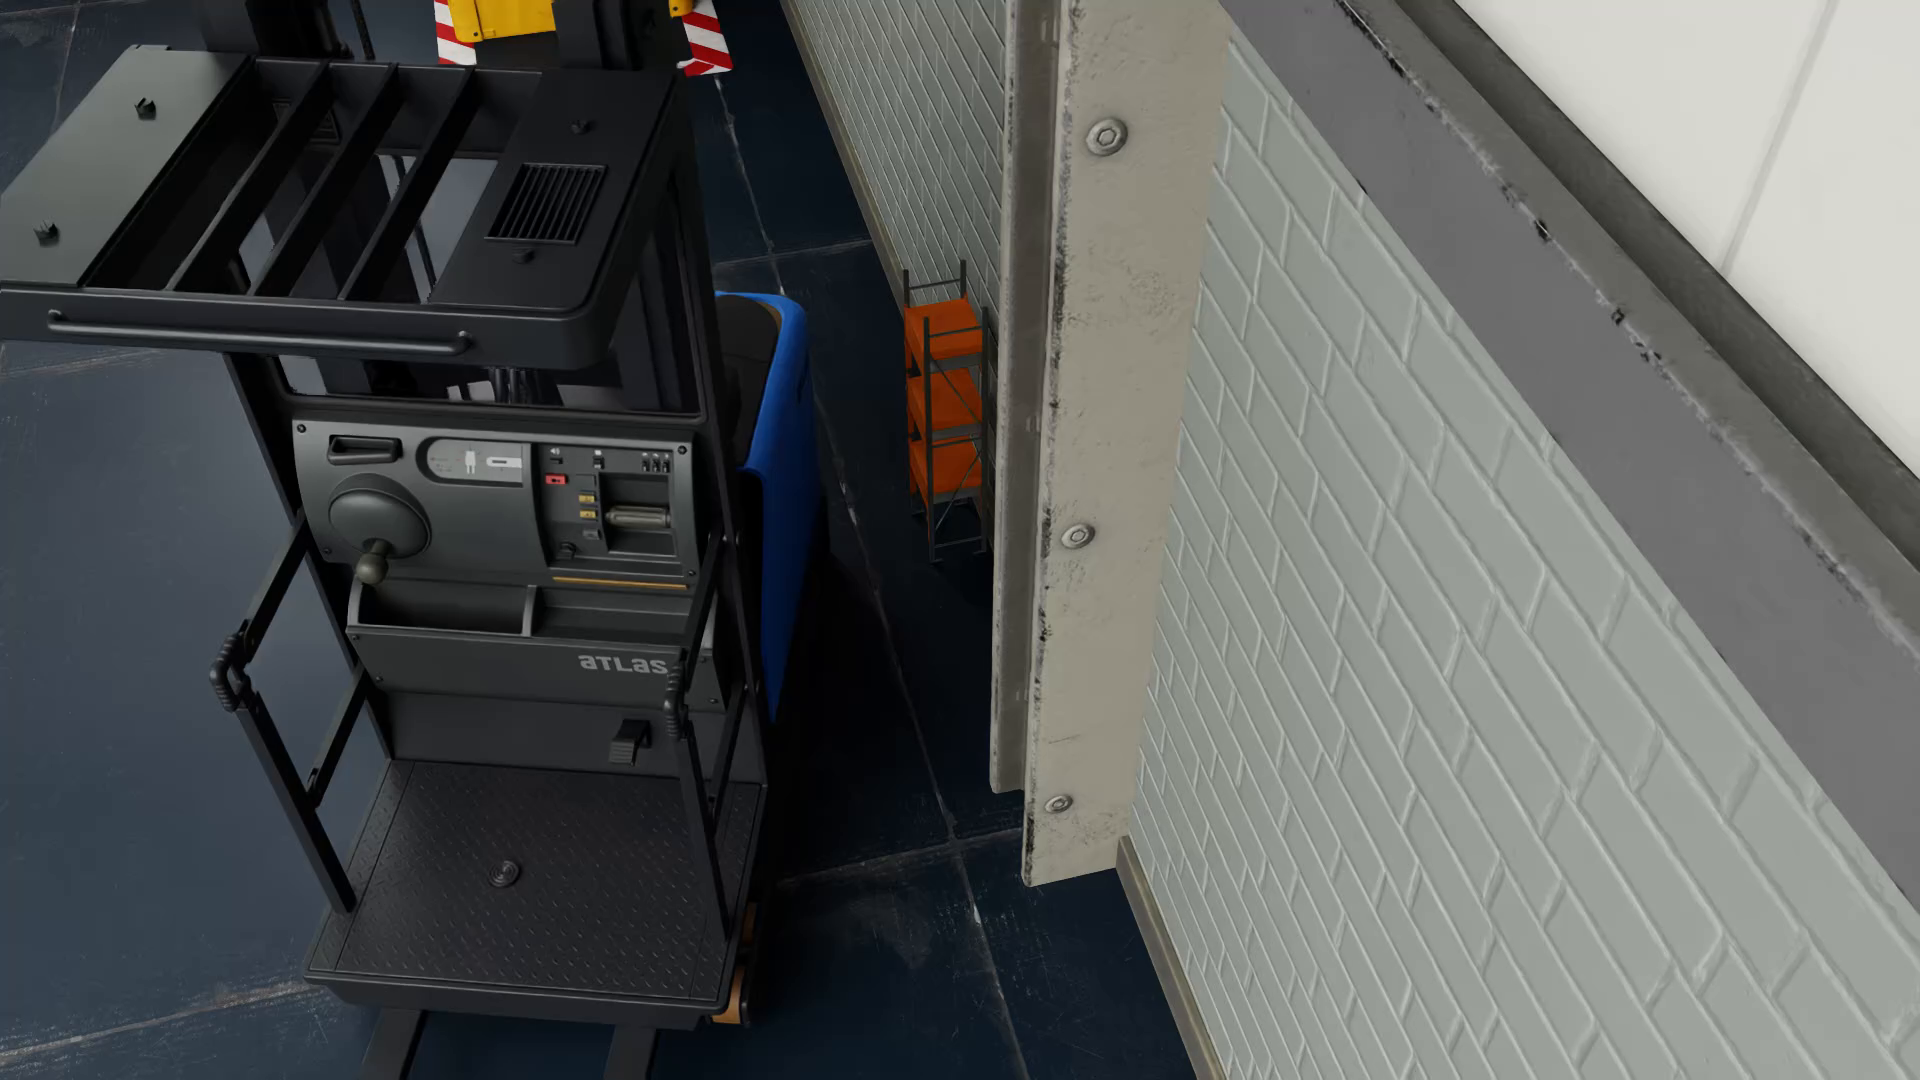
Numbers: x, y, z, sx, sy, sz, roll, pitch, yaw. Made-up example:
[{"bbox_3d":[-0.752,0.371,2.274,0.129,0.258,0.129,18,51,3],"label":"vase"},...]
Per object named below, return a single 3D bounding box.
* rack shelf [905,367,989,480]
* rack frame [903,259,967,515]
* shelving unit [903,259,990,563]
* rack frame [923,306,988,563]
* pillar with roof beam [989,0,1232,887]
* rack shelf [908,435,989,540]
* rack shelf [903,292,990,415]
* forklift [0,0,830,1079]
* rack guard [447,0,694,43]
[{"bbox_3d":[-0.042,-0.386,5.407,0.215,0.259,0.240,-12,47,-11],"label":"rack shelf"},{"bbox_3d":[-0.075,-0.477,5.482,0.200,1.050,0.008,-12,47,-11],"label":"rack frame"},{"bbox_3d":[-0.042,-0.393,5.399,0.215,1.050,0.252,-12,47,-11],"label":"shelving unit"},{"bbox_3d":[-0.009,-0.309,5.317,0.200,1.050,0.008,-12,47,-11],"label":"rack frame"},{"bbox_3d":[-3.875,-1.530,0.949,9.100,9.000,0.400,-11,47,-10],"label":"pillar with roof beam"},{"bbox_3d":[-0.041,-0.192,5.606,0.215,0.259,0.240,-12,47,-11],"label":"rack shelf"},{"bbox_3d":[-0.044,-0.584,5.204,0.215,0.259,0.240,-12,47,-11],"label":"rack shelf"},{"bbox_3d":[-1.083,0.013,3.685,1.130,2.935,3.031,3,46,3],"label":"forklift"},{"bbox_3d":[-1.936,-2.823,8.167,1.175,0.500,0.348,-11,47,-10],"label":"rack guard"}]
